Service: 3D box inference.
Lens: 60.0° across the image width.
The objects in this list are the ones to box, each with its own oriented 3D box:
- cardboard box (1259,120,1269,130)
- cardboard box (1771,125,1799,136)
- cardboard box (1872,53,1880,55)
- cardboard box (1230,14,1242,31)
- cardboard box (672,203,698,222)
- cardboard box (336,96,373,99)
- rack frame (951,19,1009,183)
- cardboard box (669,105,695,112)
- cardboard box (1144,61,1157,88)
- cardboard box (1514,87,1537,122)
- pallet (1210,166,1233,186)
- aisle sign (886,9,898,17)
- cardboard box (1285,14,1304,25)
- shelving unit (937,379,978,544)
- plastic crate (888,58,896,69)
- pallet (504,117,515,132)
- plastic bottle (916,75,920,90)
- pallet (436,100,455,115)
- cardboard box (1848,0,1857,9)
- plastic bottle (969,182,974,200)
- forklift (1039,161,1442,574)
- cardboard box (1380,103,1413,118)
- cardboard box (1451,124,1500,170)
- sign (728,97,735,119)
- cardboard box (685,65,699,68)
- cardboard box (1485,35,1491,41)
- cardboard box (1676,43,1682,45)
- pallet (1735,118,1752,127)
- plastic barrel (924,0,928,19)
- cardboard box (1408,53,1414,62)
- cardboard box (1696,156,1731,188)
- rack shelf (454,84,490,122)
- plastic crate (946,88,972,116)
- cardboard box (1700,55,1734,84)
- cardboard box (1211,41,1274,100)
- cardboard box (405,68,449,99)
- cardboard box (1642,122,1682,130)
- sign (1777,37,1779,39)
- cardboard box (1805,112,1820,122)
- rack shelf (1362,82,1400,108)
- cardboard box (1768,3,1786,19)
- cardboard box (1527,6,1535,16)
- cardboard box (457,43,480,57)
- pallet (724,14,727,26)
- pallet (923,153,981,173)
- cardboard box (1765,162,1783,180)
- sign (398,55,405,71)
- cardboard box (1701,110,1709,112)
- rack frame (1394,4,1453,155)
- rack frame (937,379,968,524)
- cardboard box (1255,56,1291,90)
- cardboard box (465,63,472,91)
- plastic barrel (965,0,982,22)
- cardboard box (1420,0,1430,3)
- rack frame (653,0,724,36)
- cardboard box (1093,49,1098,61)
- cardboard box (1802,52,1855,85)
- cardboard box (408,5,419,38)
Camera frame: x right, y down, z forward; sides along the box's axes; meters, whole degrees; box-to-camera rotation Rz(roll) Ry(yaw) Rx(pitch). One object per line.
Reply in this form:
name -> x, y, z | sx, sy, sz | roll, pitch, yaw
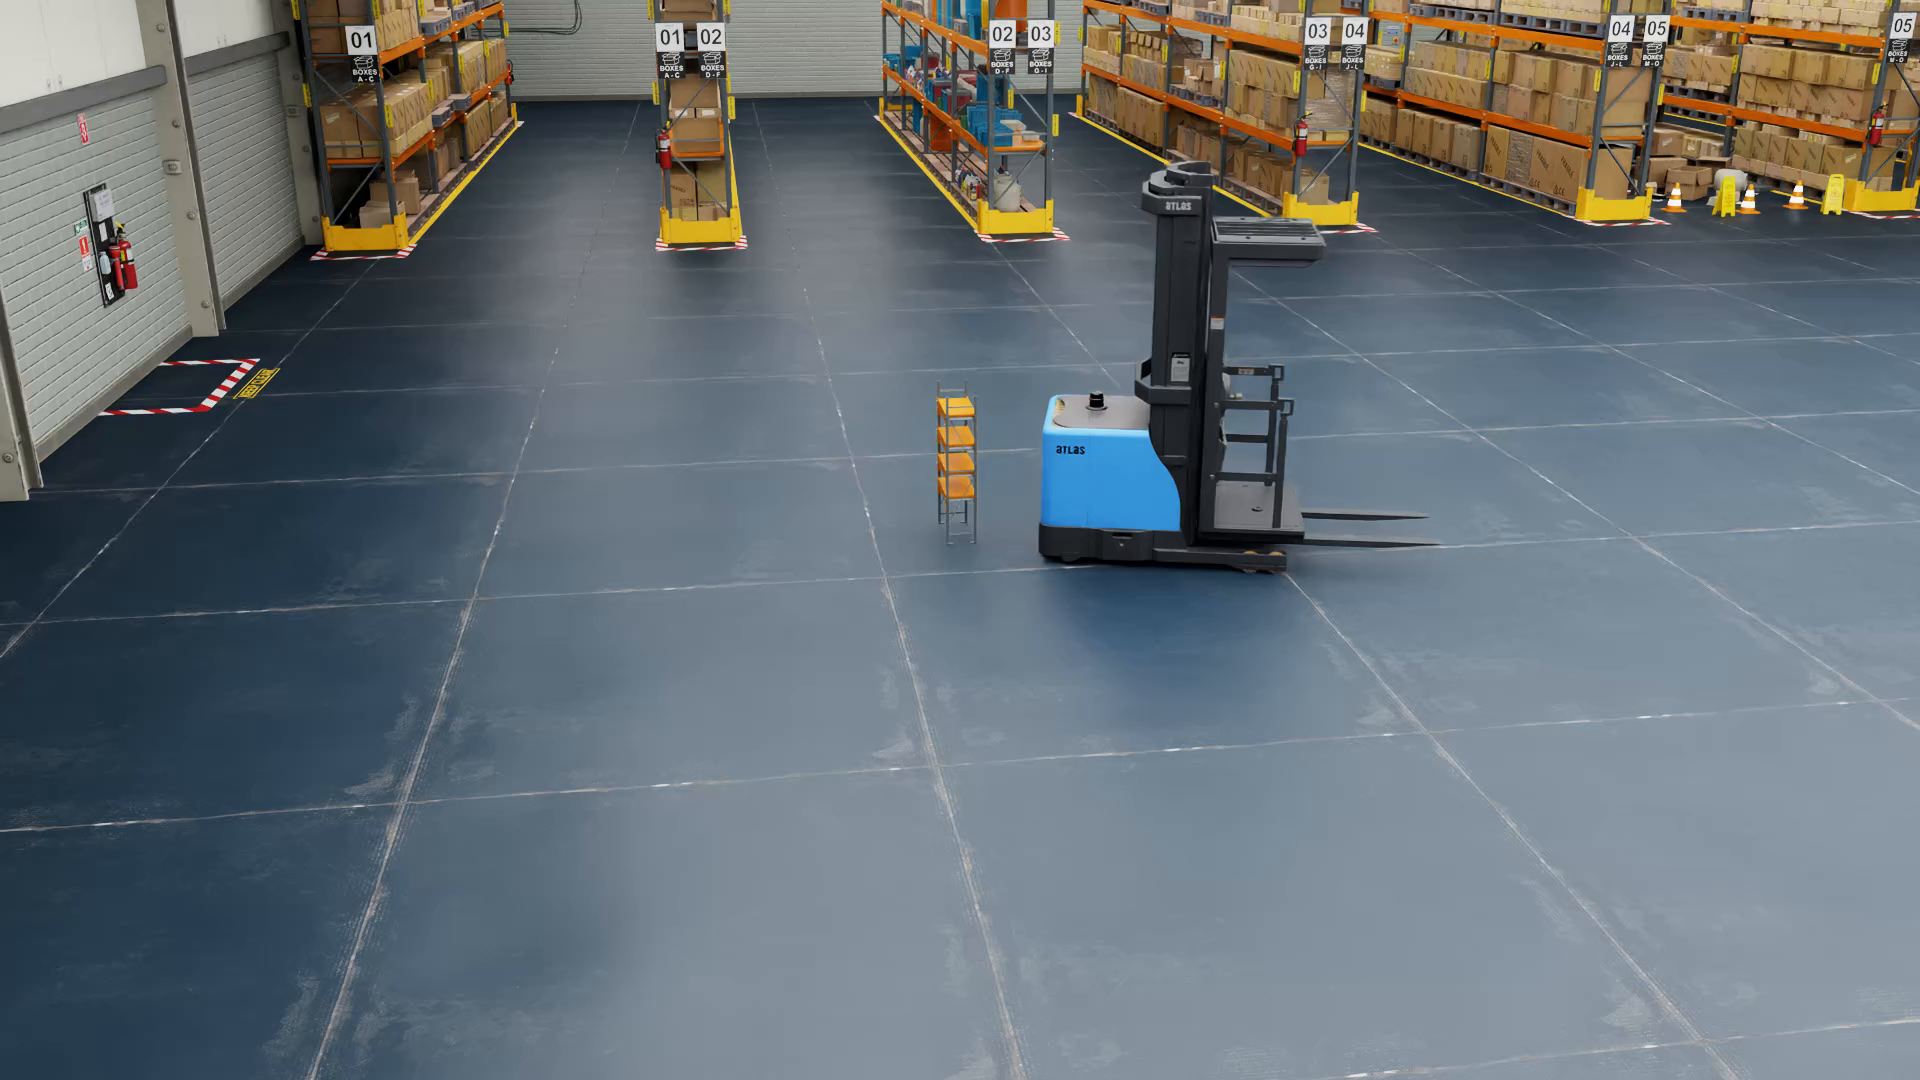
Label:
cardboard box -> 5.262, -6.993, 28.012 | 0.380, 0.149, 0.250 | -3, 21, -8
cardboard box -> 14.951, -7.422, 30.132 | 0.380, 0.149, 0.250 | -2, 21, -5
cardboard box -> 19.639, -10.278, 35.378 | 0.380, 0.149, 0.250 | -2, 21, -6
cardboard box -> 5.062, -9.060, 29.113 | 0.500, 0.250, 0.500 | -4, 21, -10
cardboard box -> -4.346, -5.090, 25.886 | 0.500, 0.250, 0.500 | -3, 21, -8
cardboard box -> -9.298, -6.556, 25.595 | 0.500, 0.500, 0.500 | -3, 21, -9
rack frame -> 0.349, -7.644, 29.395 | 1.000, 3.000, 0.127 | -3, 21, -8
cardboard box -> -4.259, -6.574, 25.461 | 0.380, 0.149, 0.250 | -2, 21, -6
cardboard box -> 4.213, -9.836, 35.122 | 0.500, 0.500, 0.500 | -4, 21, -10
cardboard box -> 10.301, -7.670, 29.250 | 0.875, 0.550, 0.550 | -3, 21, -8
pallet -> 5.137, -6.857, 31.273 | 1.003, 0.211, 1.213 | -3, 21, -8
aisle sign -> -1.685, -13.026, 40.091 | 0.394, 0.787, 0.004 | -3, 21, -8
cardboard box -> 5.409, -8.296, 26.498 | 0.380, 0.149, 0.250 | -4, 21, -10
shelving unit -> -0.024, -0.619, 13.160 | 0.258, 1.200, 0.503 | -3, 21, -8
plastic crate -> -1.481, -11.190, 39.044 | 0.416, 0.233, 0.300 | -3, 21, -8
pallet -> -10.991, -9.720, 38.938 | 1.003, 0.211, 1.213 | -3, 21, -8
plastic bottle -> -0.873, -9.488, 34.500 | 0.061, 0.283, 0.133 | -3, 21, -8
pallet -> -9.705, -7.756, 29.969 | 1.003, 0.211, 1.213 | -3, 21, -8
cardboard box -> 15.253, -9.041, 28.067 | 0.380, 0.149, 0.250 | -3, 21, -7
plastic bottle -> 0.192, -5.846, 27.834 | 0.061, 0.283, 0.133 | -2, 21, -6
forklift -> 2.157, -1.311, 12.538 | 3.031, 2.935, 1.130 | 2, 21, 6
cardboard box -> 9.239, -9.094, 35.179 | 0.500, 0.250, 0.500 | -3, 21, -9
cardboard box -> 9.995, -7.462, 31.523 | 1.050, 0.750, 0.750 | -3, 21, -8
sign -> -3.426, -6.479, 24.925 | 0.100, 0.325, 0.005 | -3, 21, -8
cardboard box -> -4.193, -7.202, 26.214 | 0.700, 0.500, 0.500 | -3, 21, -8
cardboard box -> 13.278, -12.527, 40.896 | 0.500, 0.500, 0.500 | -3, 21, -8
cardboard box -> 18.187, -12.348, 41.780 | 0.500, 0.250, 0.500 | -3, 21, -9
pallet -> 18.970, -9.829, 39.231 | 1.003, 0.211, 1.213 | -3, 21, -8
plastic barrel -> -0.486, -10.363, 32.229 | 0.421, 0.512, 0.421 | 0, 20, 0
cardboard box -> 9.649, -10.199, 35.145 | 0.380, 0.149, 0.250 | -3, 21, -8
cardboard box -> 13.865, -6.784, 30.662 | 0.500, 0.500, 0.500 | 12, 24, 29
rack shelf -> -10.319, -8.884, 33.745 | 1.077, 0.370, 4.000 | -3, 21, -8
plastic crate -> -0.023, -7.826, 29.791 | 0.402, 0.464, 0.583 | -3, 21, -8
cardboard box -> 14.691, -9.096, 32.115 | 0.500, 0.500, 0.500 | -3, 21, -7
cardboard box -> 5.275, -8.653, 30.640 | 1.000, 1.000, 1.000 | -3, 21, -7
cardboard box -> -9.846, -8.428, 30.722 | 0.700, 0.500, 0.500 | -5, 21, -13
cardboard box -> 14.552, -8.548, 34.971 | 0.950, 0.372, 0.625 | -4, 21, -11
sign -> 19.364, -11.987, 39.367 | 0.100, 0.325, 0.005 | -3, 21, -8
cardboard box -> 15.114, -7.449, 29.232 | 0.380, 0.149, 0.250 | -3, 21, -8
rack shelf -> 9.308, -9.849, 36.328 | 1.077, 0.370, 4.000 | -3, 21, -8
cardboard box -> 14.933, -9.523, 29.929 | 0.500, 0.250, 0.500 | -3, 21, -8
cardboard box -> 10.038, -9.144, 28.741 | 0.380, 0.149, 0.250 | -3, 21, -9
cardboard box -> -10.223, -10.134, 34.395 | 0.500, 0.250, 0.500 | -2, 21, -7
pallet -> -4.779, -9.479, 30.292 | 1.003, 0.211, 1.213 | -2, 21, -5
pallet -> -0.154, -7.452, 32.867 | 1.003, 0.211, 1.213 | -3, 21, -8
cardboard box -> 15.042, -6.716, 30.241 | 0.500, 0.250, 0.500 | -3, 21, -8
sign -> -10.580, -9.042, 31.484 | 0.100, 0.325, 0.005 | -3, 21, -8
cardboard box -> 18.393, -10.633, 40.704 | 0.396, 0.266, 0.258 | -2, 21, -6
rack frame -> 9.597, -9.494, 34.348 | 1.000, 3.000, 0.127 | -3, 21, -8
rack frame -> -0.059, -0.704, 13.386 | 0.240, 1.200, 0.015 | -3, 21, -8
cardboard box -> 5.292, -7.861, 27.979 | 0.500, 0.500, 0.500 | -3, 21, -8
cardboard box -> -9.914, -9.087, 32.663 | 0.500, 0.500, 0.500 | -2, 21, -6
plastic barrel -> 0.387, -9.131, 27.772 | 0.600, 0.901, 0.708 | -3, 21, -8
cardboard box -> 9.483, -10.839, 33.047 | 0.500, 0.311, 0.500 | -3, 21, -8
rack frame -> -3.976, -8.821, 23.972 | 1.000, 3.000, 0.127 | -3, 21, -8
cardboard box -> 3.473, -11.584, 39.733 | 0.500, 0.250, 0.500 | -4, 21, -10
cardboard box -> 15.103, -8.176, 28.822 | 0.700, 0.500, 0.500 | -3, 21, -8
cardboard box -> -9.136, -8.442, 27.074 | 0.500, 0.500, 0.500 | -2, 21, -6
